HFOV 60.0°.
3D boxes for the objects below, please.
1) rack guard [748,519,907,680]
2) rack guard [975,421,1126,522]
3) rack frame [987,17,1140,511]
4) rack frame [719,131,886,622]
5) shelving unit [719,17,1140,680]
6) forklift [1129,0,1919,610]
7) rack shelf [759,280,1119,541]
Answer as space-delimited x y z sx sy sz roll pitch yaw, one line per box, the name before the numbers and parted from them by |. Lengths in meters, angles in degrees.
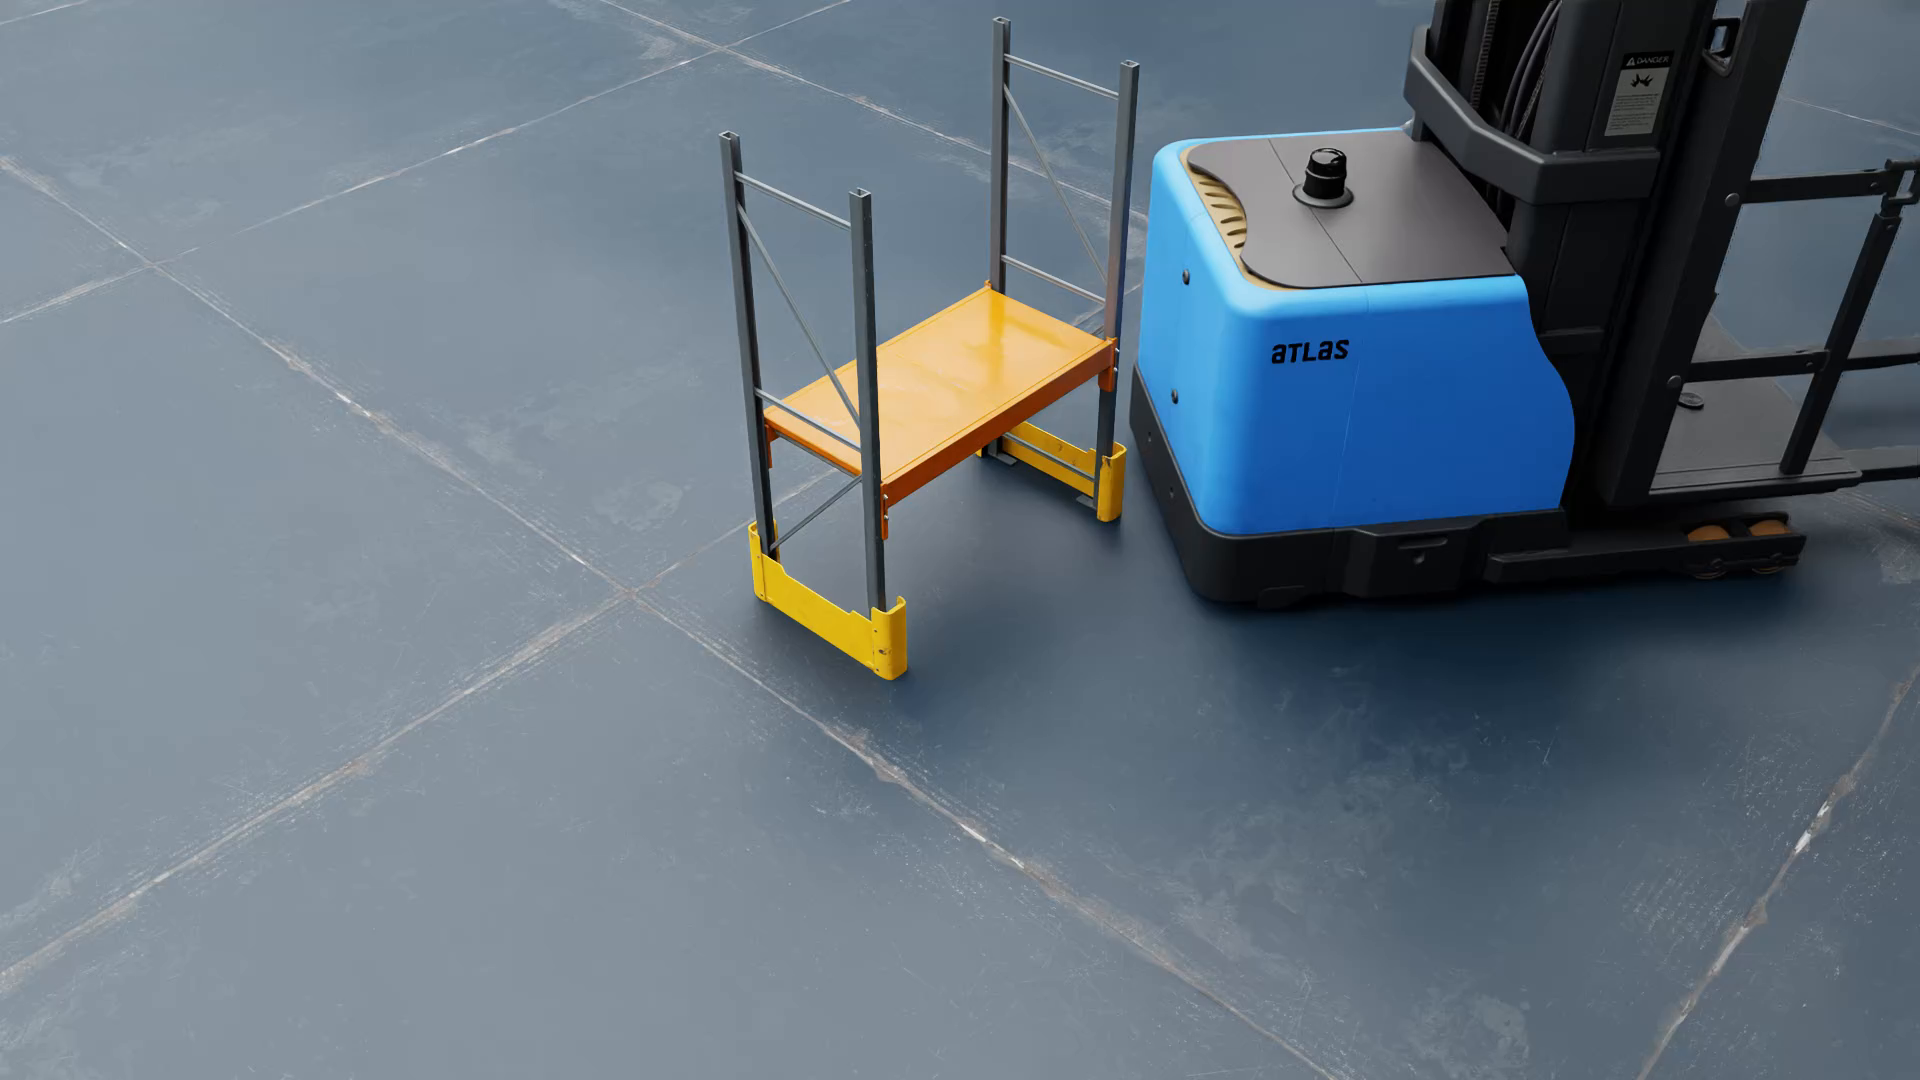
rack guard | -0.387 0.166 4.840 0.587 0.250 0.087 30 47 32
rack guard | 0.285 -0.292 5.416 0.587 0.250 0.087 30 47 32
rack frame | 0.285 -0.781 5.028 0.500 1.500 0.032 30 47 32
rack frame | -0.401 -0.314 4.440 0.500 1.500 0.032 30 47 32
shelving unit | -0.051 -0.552 4.739 0.587 1.500 1.083 30 47 32
forklift | 2.131 -1.350 4.592 3.031 2.935 1.130 -5 39 -6
rack shelf | -0.058 -0.407 4.846 0.538 0.185 1.000 30 47 32
